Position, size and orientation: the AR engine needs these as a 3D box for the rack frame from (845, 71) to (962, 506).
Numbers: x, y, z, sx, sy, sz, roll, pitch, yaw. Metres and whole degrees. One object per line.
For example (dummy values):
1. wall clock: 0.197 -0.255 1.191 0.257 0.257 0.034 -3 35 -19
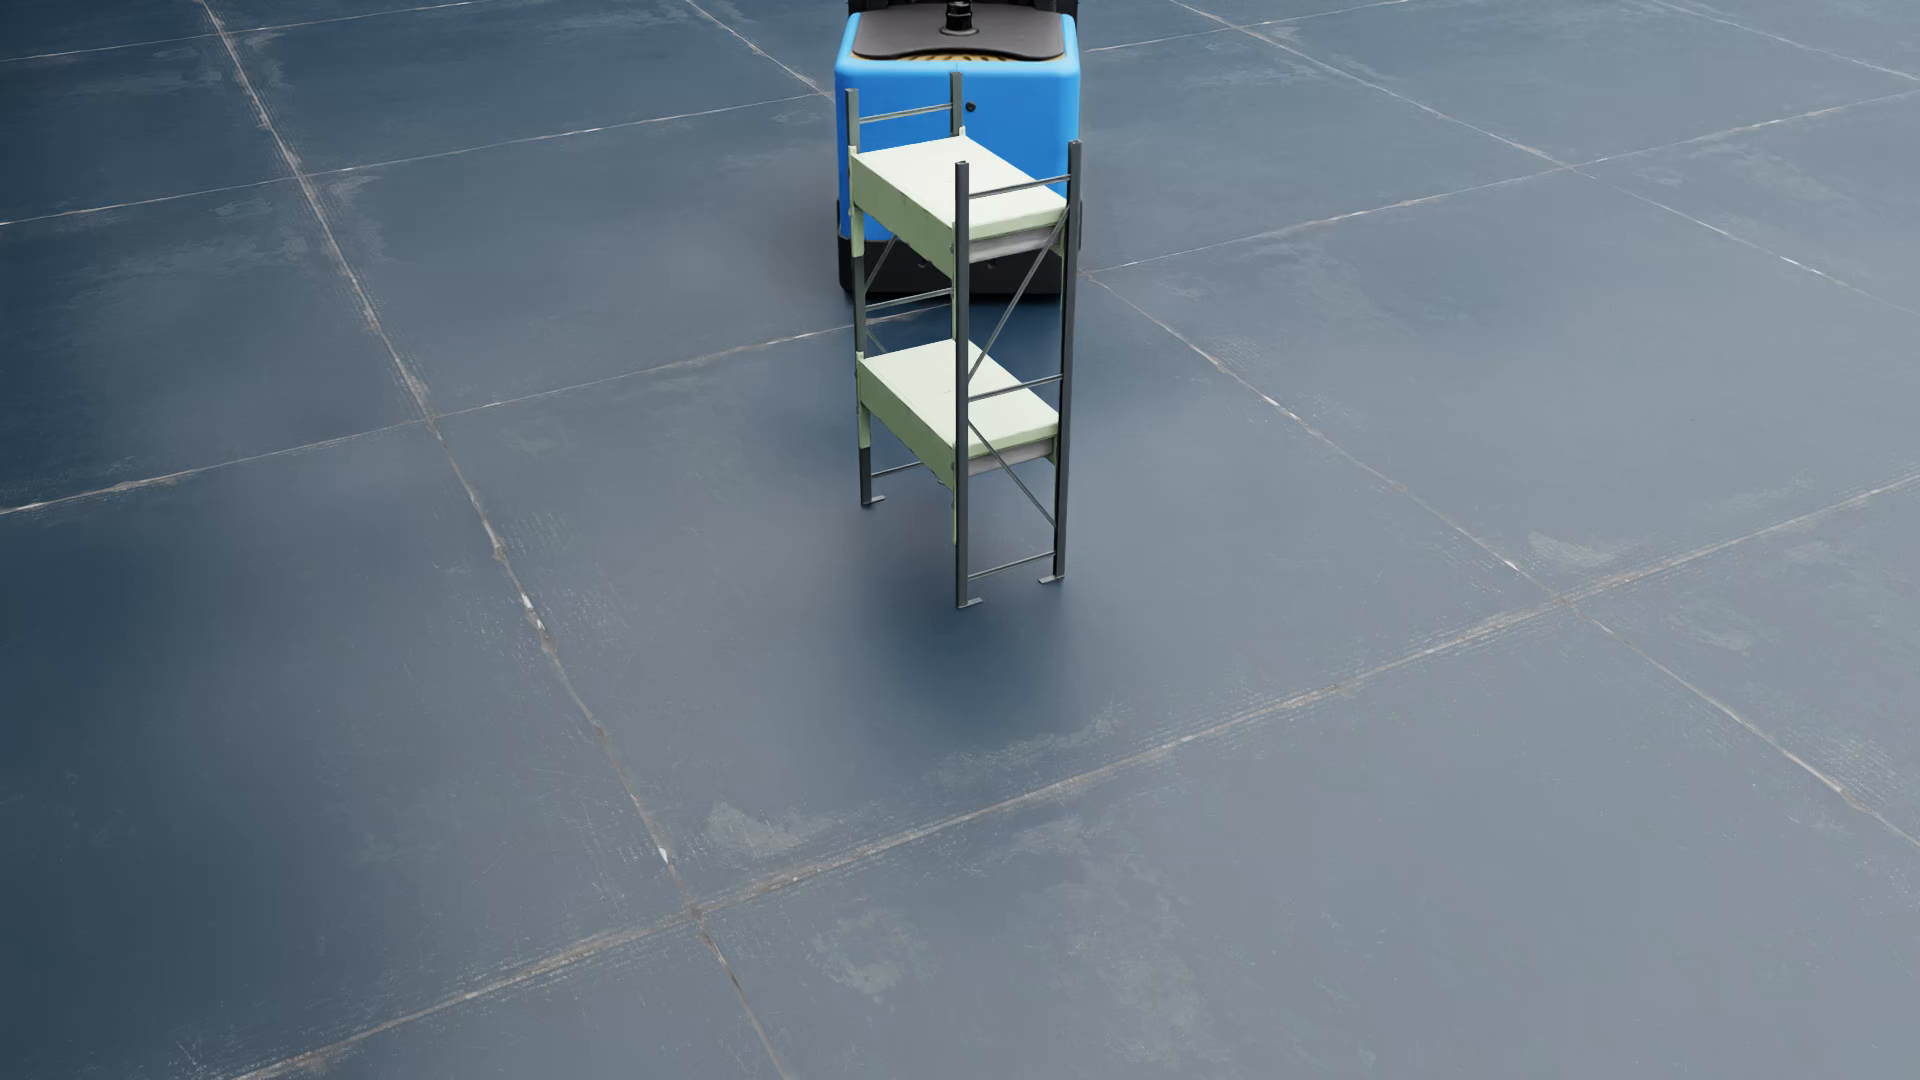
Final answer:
1. rack frame: -0.174 -0.809 5.623 0.400 1.500 0.023 -16 36 -23

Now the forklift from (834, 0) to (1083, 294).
1. forklift: 0.021 -3.076 7.834 1.130 2.935 3.031 1 33 1

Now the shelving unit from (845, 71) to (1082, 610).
1. shelving unit: -0.003 -0.635 5.350 0.431 1.500 0.755 -16 36 -23

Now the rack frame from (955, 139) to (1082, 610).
1. rack frame: 0.168 -0.460 5.078 0.400 1.500 0.023 -16 36 -23

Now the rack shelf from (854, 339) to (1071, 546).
1. rack shelf: -0.003 -0.360 5.526 0.431 0.370 0.720 -16 36 -23

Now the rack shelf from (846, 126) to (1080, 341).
1. rack shelf: -0.003 -0.963 5.140 0.431 0.370 0.720 -16 36 -23
